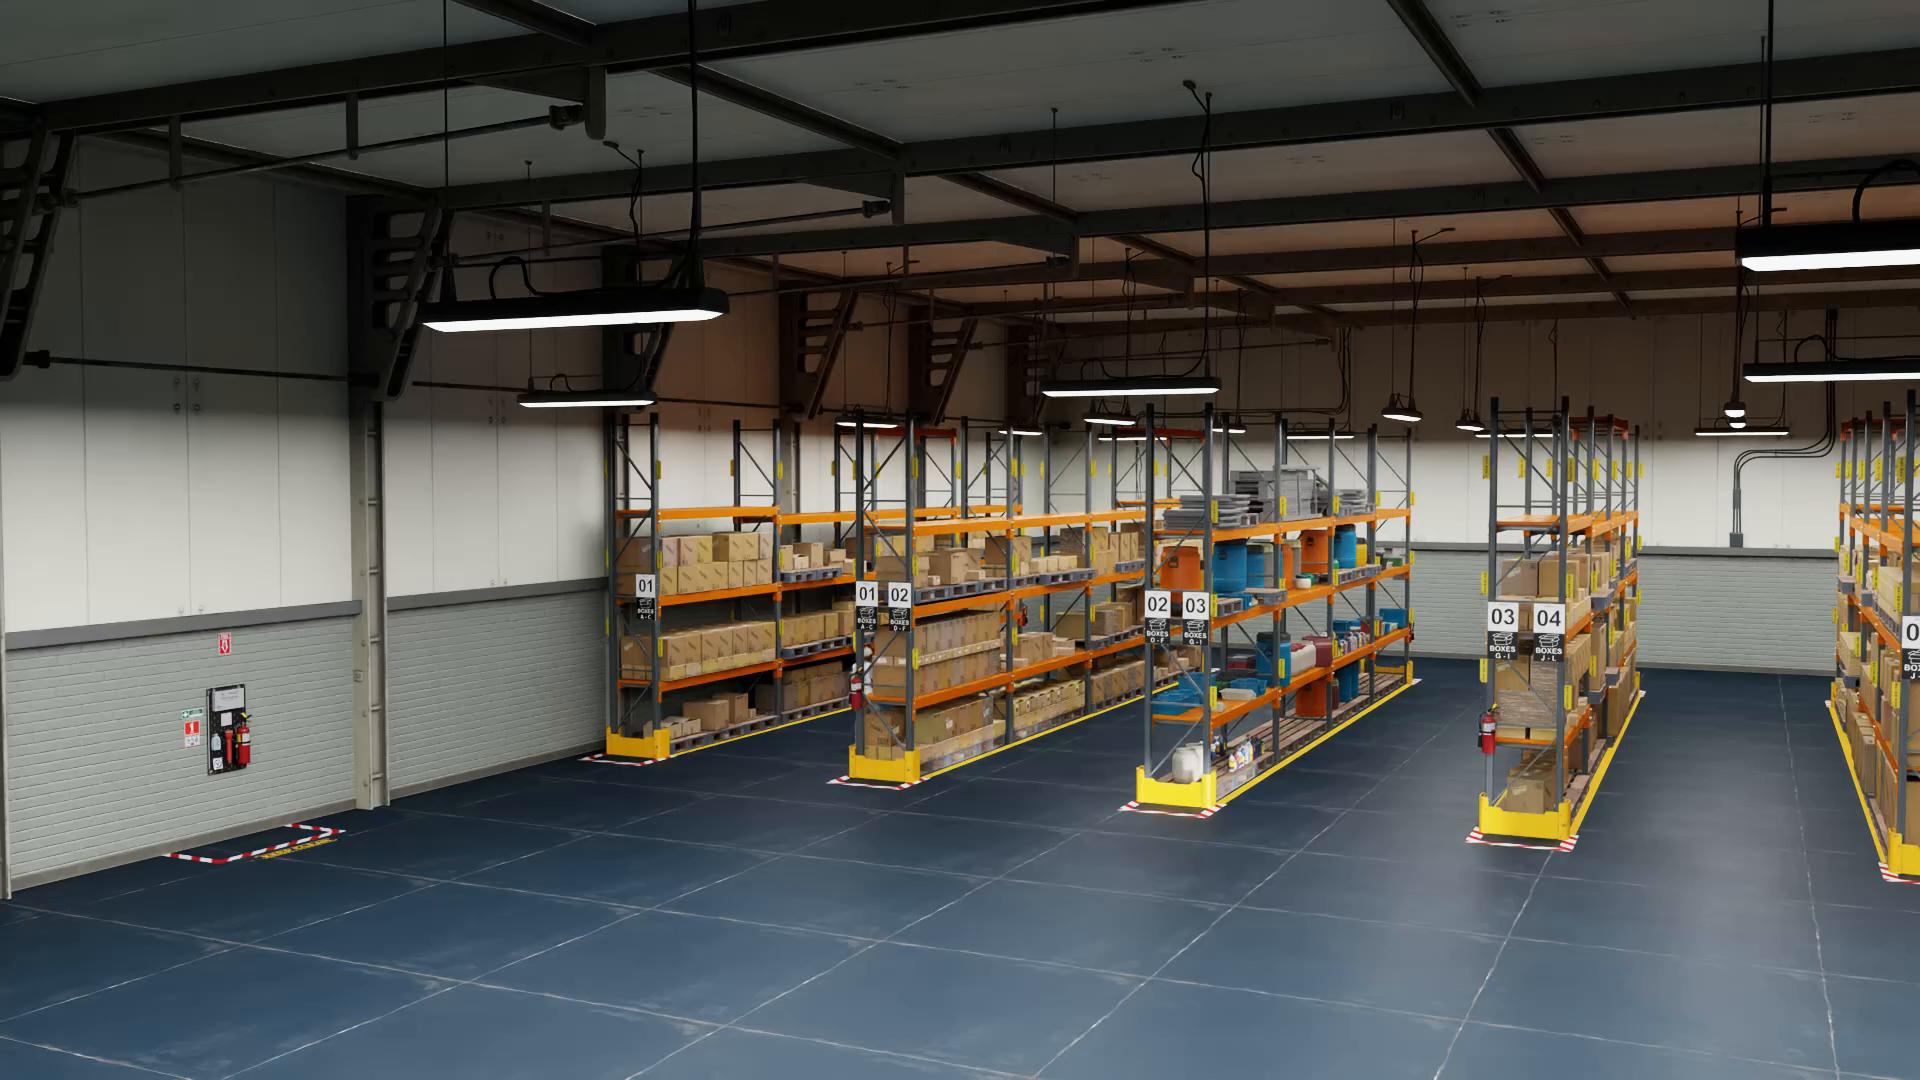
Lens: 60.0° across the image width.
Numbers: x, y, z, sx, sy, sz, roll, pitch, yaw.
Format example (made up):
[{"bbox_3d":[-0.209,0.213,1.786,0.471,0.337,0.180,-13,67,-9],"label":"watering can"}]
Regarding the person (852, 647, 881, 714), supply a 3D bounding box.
[{"bbox_3d":[-1.735,2.835,30.261,0.598,1.775,0.495,2,3,35],"label":"person"}]
